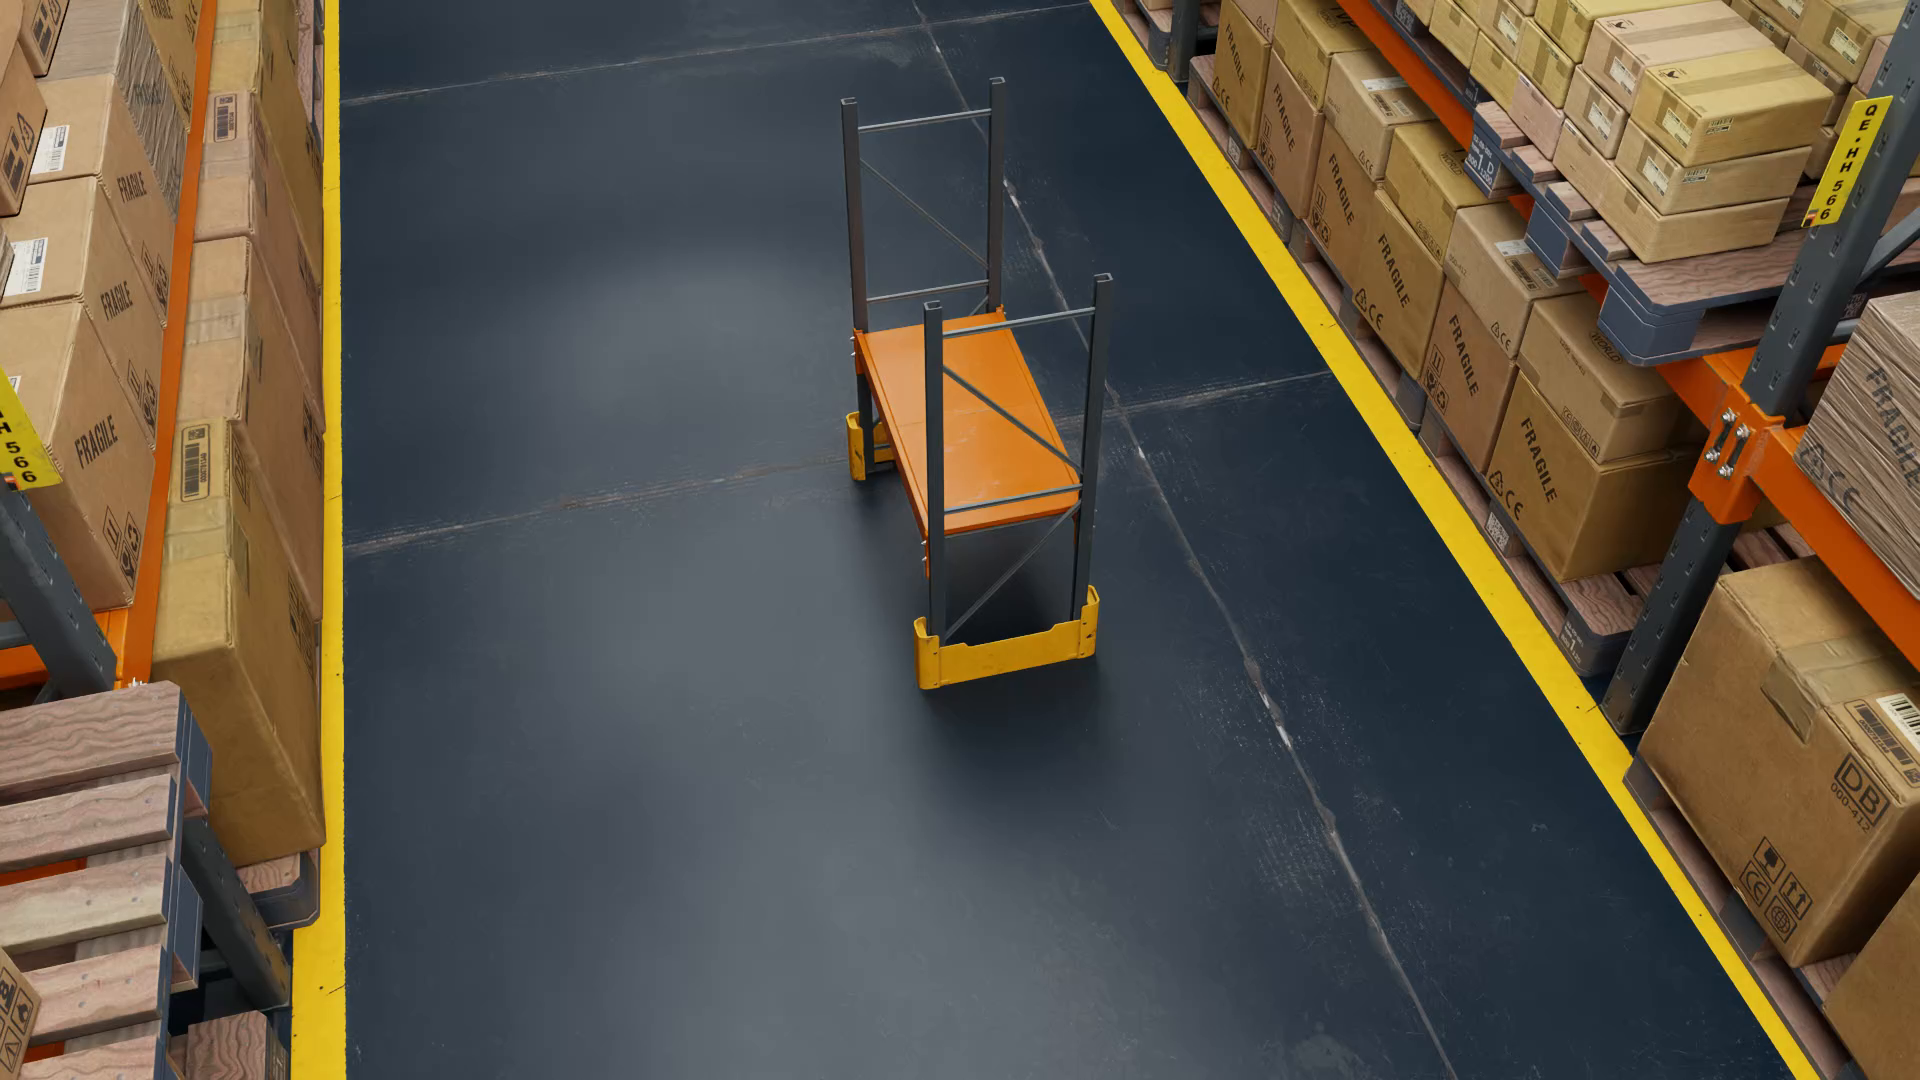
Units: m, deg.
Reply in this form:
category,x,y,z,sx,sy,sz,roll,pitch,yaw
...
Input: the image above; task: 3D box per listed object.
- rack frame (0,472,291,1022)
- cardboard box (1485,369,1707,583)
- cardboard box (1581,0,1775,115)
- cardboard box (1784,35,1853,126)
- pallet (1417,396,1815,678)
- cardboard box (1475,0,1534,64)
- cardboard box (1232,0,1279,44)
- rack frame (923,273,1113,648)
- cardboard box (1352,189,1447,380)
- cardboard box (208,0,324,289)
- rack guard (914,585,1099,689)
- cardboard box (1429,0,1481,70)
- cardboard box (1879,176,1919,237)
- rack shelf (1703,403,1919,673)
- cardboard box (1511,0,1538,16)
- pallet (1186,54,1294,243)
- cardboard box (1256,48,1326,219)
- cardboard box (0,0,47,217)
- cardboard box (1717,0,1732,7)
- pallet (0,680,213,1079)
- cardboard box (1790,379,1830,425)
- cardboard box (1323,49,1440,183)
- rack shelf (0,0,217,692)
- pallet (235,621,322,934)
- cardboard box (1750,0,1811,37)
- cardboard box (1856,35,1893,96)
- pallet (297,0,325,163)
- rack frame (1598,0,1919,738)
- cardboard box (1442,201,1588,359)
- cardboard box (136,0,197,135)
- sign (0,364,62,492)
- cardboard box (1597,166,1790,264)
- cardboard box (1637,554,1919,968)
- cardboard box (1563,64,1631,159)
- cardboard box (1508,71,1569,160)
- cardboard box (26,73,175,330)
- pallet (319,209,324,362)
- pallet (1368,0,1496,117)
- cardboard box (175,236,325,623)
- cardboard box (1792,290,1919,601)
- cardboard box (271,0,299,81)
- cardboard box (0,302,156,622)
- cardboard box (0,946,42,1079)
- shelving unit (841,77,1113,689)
category,x,y,z,sx,sy,sz,roll,pitch,yaw
rack frame,-2.314,0.267,3.388,1.000,3.000,0.127,-11,47,-10
cardboard box,2.085,-0.249,5.350,0.500,0.500,0.500,-11,47,-11
cardboard box,1.876,-1.266,4.356,0.380,0.149,0.250,-11,47,-11
cardboard box,2.506,-1.291,4.588,0.380,0.149,0.250,-9,46,-8
pallet,2.308,-0.134,5.734,1.003,0.211,1.213,-11,47,-10
cardboard box,1.737,-1.529,4.822,0.380,0.149,0.250,-11,47,-10
cardboard box,1.416,-2.308,6.843,0.500,0.250,0.500,-13,47,-12
rack frame,0.152,-0.115,4.813,0.500,1.500,0.032,-11,47,-10
cardboard box,1.805,-0.970,6.057,0.500,0.500,0.500,-13,47,-12
cardboard box,-3.155,-1.460,6.274,1.225,0.875,0.875,-11,47,-10
rack guard,0.147,0.309,5.272,0.587,0.250,0.087,-11,47,-10
cardboard box,1.677,-1.593,5.093,0.380,0.149,0.250,-13,47,-12
cardboard box,2.587,-0.975,4.487,0.380,0.149,0.250,-11,47,-11
rack shelf,3.019,1.062,3.112,1.077,0.370,4.000,-11,47,-10
cardboard box,1.737,-1.630,4.713,0.380,0.149,0.250,-9,46,-9
pallet,1.683,-1.819,7.385,1.003,0.211,1.213,-11,47,-10
cardboard box,1.552,-1.680,6.753,0.500,0.500,0.500,-9,46,-9
cardboard box,-2.650,-1.078,3.933,0.797,0.503,0.637,-10,46,-9
cardboard box,2.369,-1.649,4.939,0.380,0.149,0.250,-11,47,-10
pallet,-2.029,0.806,2.994,1.213,0.211,1.003,-11,47,-10
cardboard box,2.564,-0.625,5.194,0.500,0.250,0.500,-13,47,-12
cardboard box,1.681,-1.588,6.137,0.500,0.250,0.500,-9,46,-9
rack shelf,-2.826,-0.862,4.998,1.077,0.370,4.000,-11,47,-10
pallet,-2.443,0.685,4.931,1.003,0.211,1.213,-11,47,-10
cardboard box,2.446,-1.547,4.631,0.380,0.149,0.250,-11,47,-11
cardboard box,2.574,-1.195,4.286,0.380,0.149,0.250,-11,47,-10
pallet,-3.457,-2.058,7.619,1.003,0.211,1.213,-11,47,-10
rack frame,2.507,-0.570,4.209,1.000,3.000,0.127,-11,47,-10
cardboard box,1.938,-0.876,5.439,0.500,0.250,0.500,-10,46,-10
cardboard box,-2.694,-1.555,5.103,0.500,0.500,0.500,-11,47,-11
sign,-1.792,-0.217,3.107,0.100,0.325,0.005,-11,47,-10
cardboard box,1.936,-0.886,4.400,0.380,0.149,0.250,-10,46,-10
cardboard box,2.576,0.507,4.434,1.050,0.750,0.750,-11,47,-11
cardboard box,1.870,-1.175,4.475,0.380,0.149,0.250,-9,46,-9
cardboard box,1.808,-1.235,4.742,0.380,0.149,0.250,-10,46,-10
cardboard box,-2.444,-0.862,4.425,0.500,0.500,0.500,-11,47,-11
pallet,-3.068,-1.000,6.582,1.003,0.211,1.213,-11,47,-10
pallet,1.960,-1.862,5.609,1.003,0.211,1.213,-11,47,-10
cardboard box,-2.691,-0.234,5.072,1.225,0.875,0.875,-11,47,-10
cardboard box,2.361,-0.246,3.821,0.500,0.500,0.500,-10,46,-10
cardboard box,-3.430,-2.368,7.165,0.875,0.875,0.875,-11,47,-10
cardboard box,-2.175,-0.154,3.730,0.500,0.500,0.500,-9,46,-9
cardboard box,-1.897,0.817,2.485,0.700,0.500,0.500,-4,46,-4
shelving unit,0.020,-0.472,5.163,0.587,1.500,1.083,-11,47,-10
